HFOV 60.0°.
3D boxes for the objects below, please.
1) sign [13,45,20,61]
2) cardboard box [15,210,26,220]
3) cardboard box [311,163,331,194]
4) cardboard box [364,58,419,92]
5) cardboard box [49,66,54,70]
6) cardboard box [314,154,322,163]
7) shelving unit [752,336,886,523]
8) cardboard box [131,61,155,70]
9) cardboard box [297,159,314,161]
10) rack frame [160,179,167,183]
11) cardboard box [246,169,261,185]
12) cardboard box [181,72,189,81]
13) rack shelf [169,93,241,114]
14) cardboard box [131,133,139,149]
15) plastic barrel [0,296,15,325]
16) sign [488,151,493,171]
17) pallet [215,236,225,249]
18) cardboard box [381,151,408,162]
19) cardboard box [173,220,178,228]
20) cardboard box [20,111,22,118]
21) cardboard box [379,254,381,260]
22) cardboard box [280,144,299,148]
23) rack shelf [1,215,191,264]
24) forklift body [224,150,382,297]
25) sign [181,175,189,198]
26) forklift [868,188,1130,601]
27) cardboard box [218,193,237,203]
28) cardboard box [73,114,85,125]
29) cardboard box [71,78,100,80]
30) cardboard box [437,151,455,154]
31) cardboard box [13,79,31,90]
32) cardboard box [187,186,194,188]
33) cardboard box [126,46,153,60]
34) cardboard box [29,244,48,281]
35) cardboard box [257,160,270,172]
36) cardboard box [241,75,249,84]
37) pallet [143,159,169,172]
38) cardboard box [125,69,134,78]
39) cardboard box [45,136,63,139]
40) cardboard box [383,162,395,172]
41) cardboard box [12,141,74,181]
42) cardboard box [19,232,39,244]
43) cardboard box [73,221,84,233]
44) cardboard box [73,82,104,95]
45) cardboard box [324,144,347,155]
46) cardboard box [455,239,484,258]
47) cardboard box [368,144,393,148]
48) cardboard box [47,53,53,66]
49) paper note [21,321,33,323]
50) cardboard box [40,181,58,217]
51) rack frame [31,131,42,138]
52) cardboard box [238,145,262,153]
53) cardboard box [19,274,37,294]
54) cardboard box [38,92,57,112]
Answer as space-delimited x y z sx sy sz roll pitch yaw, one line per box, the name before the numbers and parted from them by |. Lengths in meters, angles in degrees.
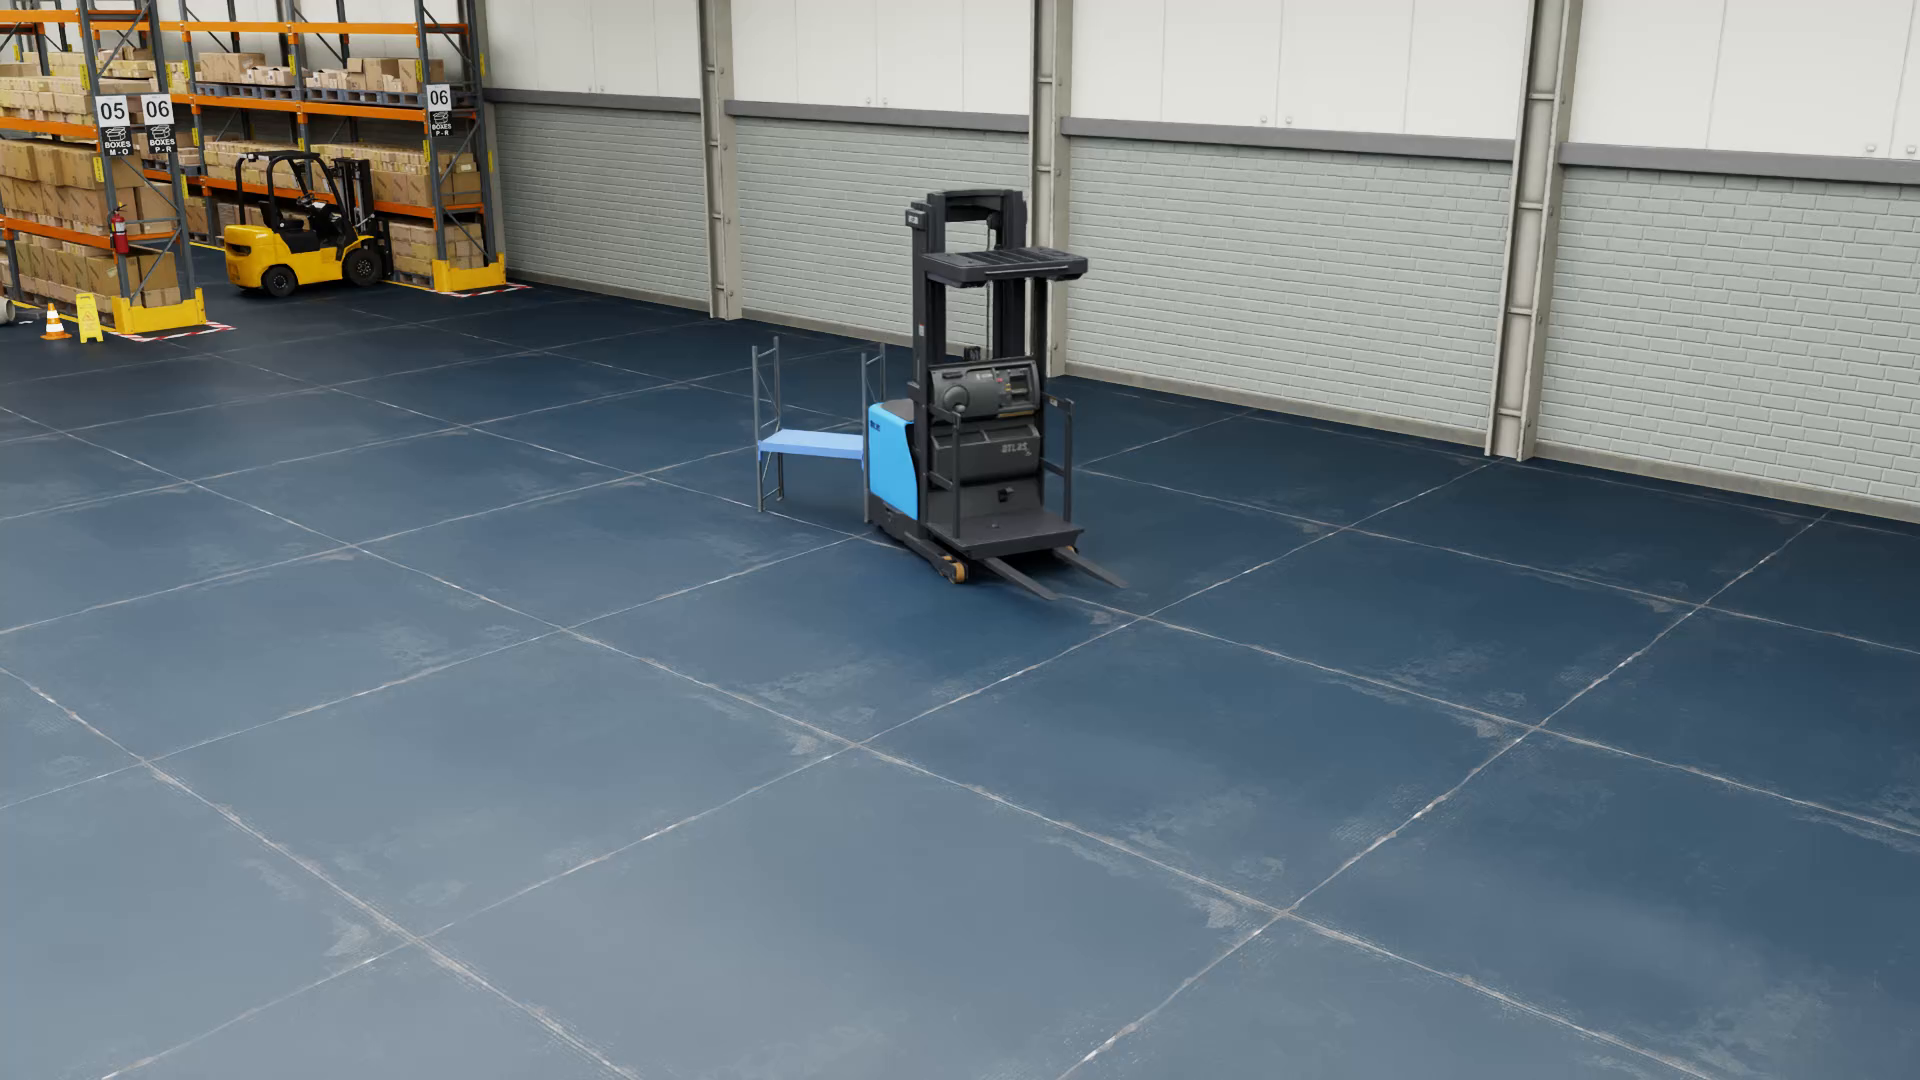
sign | -20.315 -10.493 35.813 0.005 0.325 0.100 15 23 39
cardboard box | -14.025 -4.942 25.140 0.250 0.149 0.380 16 24 41
cardboard box | -10.821 -6.260 28.711 0.500 0.500 0.500 14 22 38
cardboard box | -9.180 -7.544 26.941 0.500 0.500 0.700 15 23 40
cardboard box | -19.036 -9.916 35.194 0.500 0.250 0.500 14 22 38
cardboard box | -10.915 -6.593 28.691 0.250 0.149 0.380 15 23 38
shelving unit | -1.232 -0.988 14.747 1.048 1.500 0.538 6 18 17
cardboard box | -15.840 -9.211 32.281 0.250 0.149 0.380 15 23 40
cardboard box | -11.382 -6.735 29.138 0.250 0.149 0.380 16 24 41
rack frame | -16.963 -7.966 34.255 0.127 3.000 1.000 15 23 39
cardboard box | -12.652 -6.639 30.320 0.500 0.250 0.500 16 24 41
cardboard box | -14.396 -8.728 31.285 0.250 0.149 0.380 16 23 40
rack shelf | -15.467 -8.652 32.644 4.000 0.370 1.077 15 23 39
cardboard box | -16.362 -7.962 33.383 0.500 0.500 0.700 15 23 40
plastic barrel | -13.829 -3.277 23.739 0.512 0.421 0.421 -3 18 -8
sign | -7.615 -6.132 26.912 0.005 0.325 0.100 15 23 39
pallet | -13.381 -5.660 31.597 1.213 0.211 1.003 15 23 39
cardboard box | -9.219 -6.263 27.157 0.250 0.149 0.380 16 23 41
cardboard box | -15.191 -6.416 32.806 0.500 0.500 0.500 16 24 42
cardboard box | -13.430 -6.223 24.217 0.250 0.149 0.380 14 22 38
cardboard box | -9.686 -4.773 28.044 0.500 0.250 0.500 16 24 41
cardboard box | -12.209 -7.153 30.453 0.250 0.149 0.380 15 23 40
rack shelf | -12.775 -4.492 24.496 4.000 0.370 1.077 15 23 39
forklift body | -10.617 -5.120 26.690 1.214 2.155 2.313 15 23 39
sign | -10.919 -4.969 23.378 0.005 0.325 0.100 15 23 39
forklift | 0.299 -1.206 13.067 1.130 2.935 3.031 -8 19 -24
cardboard box | -14.335 -6.716 32.680 0.250 0.149 0.380 16 24 41
cardboard box | -11.940 -5.794 22.866 0.250 0.149 0.380 15 23 40
cardboard box | -12.666 -6.622 24.158 0.250 0.149 0.380 15 23 40
cardboard box | -8.477 -6.281 27.216 0.250 0.149 0.380 16 23 40
cardboard box | -13.449 -6.591 24.061 0.250 0.149 0.380 14 22 37
cardboard box | -15.899 -7.132 33.991 0.250 0.149 0.380 14 22 37
cardboard box | -16.469 -9.772 33.364 0.258 0.266 0.396 15 23 39
cardboard box | -13.601 -4.199 24.995 0.500 0.500 0.500 16 24 41
cardboard box | -12.284 -6.773 29.917 0.500 0.250 0.500 16 23 40
cardboard box | -12.580 -8.225 29.666 0.250 0.149 0.380 15 23 39
pallet | -15.429 -7.461 32.980 1.213 0.211 1.003 15 23 39
cardboard box | -16.054 -9.117 32.476 0.250 0.149 0.380 16 23 41
cardboard box | -19.417 -8.587 35.965 0.500 0.250 0.500 15 23 40
cardboard box | -9.206 -6.126 27.218 0.250 0.149 0.380 14 22 38
cardboard box | -13.361 -5.550 24.332 0.500 0.500 0.700 14 23 38
cardboard box | -13.955 -4.574 25.106 0.250 0.149 0.380 15 23 40
cardboard box | -12.354 -4.467 23.644 0.250 0.149 0.380 16 23 40
cardboard box | -11.896 -6.185 22.779 0.250 0.149 0.380 16 23 40
cardboard box | -10.670 -6.699 28.533 0.250 0.149 0.380 15 23 40
cardboard box | -8.201 -4.826 27.385 0.500 0.250 0.500 16 23 40
cardboard box | -9.944 -6.717 28.589 0.250 0.149 0.380 14 23 38
cardboard box | -19.037 -10.158 35.131 0.500 0.250 0.500 15 23 38
paper note | -13.462 -3.145 23.971 0.148 0.019 0.142 7 19 21
cardboard box | -12.978 -4.978 24.182 0.500 0.500 0.500 15 23 40
rack frame | -19.955 -8.770 36.785 0.127 3.000 1.000 15 23 39
cardboard box | -12.956 -7.133 30.390 0.250 0.149 0.380 16 23 40
cardboard box | -14.009 -3.946 25.439 0.500 0.250 0.500 14 22 37
cardboard box | -12.608 -6.179 23.421 0.500 0.250 0.500 16 24 41
